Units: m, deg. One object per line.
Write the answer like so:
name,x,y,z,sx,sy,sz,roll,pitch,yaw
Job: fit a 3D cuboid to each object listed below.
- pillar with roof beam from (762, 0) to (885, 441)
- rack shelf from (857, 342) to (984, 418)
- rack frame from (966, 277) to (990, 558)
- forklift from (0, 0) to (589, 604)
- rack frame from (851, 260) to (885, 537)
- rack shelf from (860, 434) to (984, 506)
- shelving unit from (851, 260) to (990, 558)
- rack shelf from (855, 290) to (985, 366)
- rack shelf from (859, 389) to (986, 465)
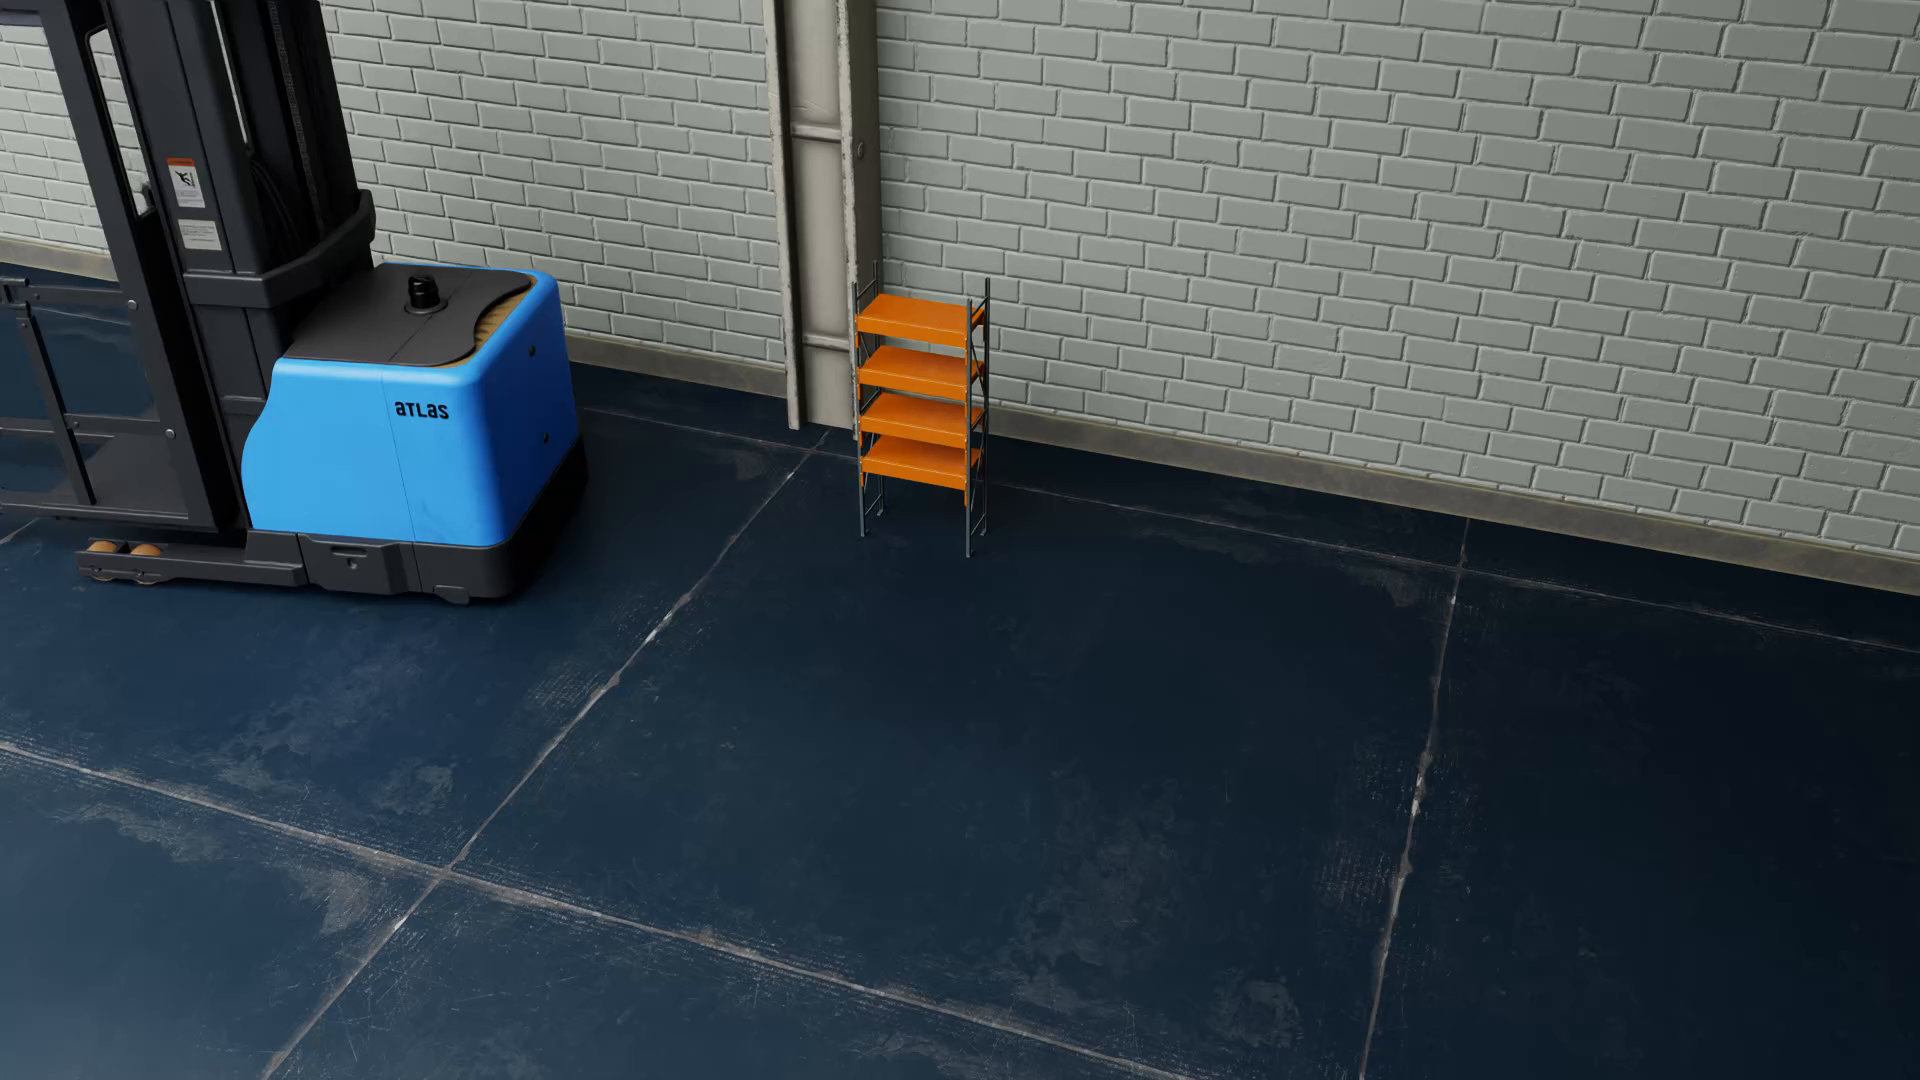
pillar with roof beam,-2.049,-2.171,2.316,0.400,9.000,9.100,11,34,16
rack shelf,-0.156,-0.666,6.887,0.480,0.148,0.258,11,34,16
rack frame,0.074,-0.490,6.902,0.015,1.200,0.240,11,34,16
forklift,-3.244,-1.323,6.597,3.031,2.935,1.130,4,33,7
rack frame,-0.386,-0.579,7.041,0.015,1.200,0.240,11,34,16
rack shelf,-0.156,-0.311,7.116,0.480,0.148,0.258,11,34,16
shelving unit,-0.156,-0.534,6.971,0.503,1.200,0.258,11,34,16
rack shelf,-0.156,-0.864,6.758,0.480,0.148,0.258,11,34,16
rack shelf,-0.156,-0.478,7.008,0.480,0.148,0.258,11,34,16
